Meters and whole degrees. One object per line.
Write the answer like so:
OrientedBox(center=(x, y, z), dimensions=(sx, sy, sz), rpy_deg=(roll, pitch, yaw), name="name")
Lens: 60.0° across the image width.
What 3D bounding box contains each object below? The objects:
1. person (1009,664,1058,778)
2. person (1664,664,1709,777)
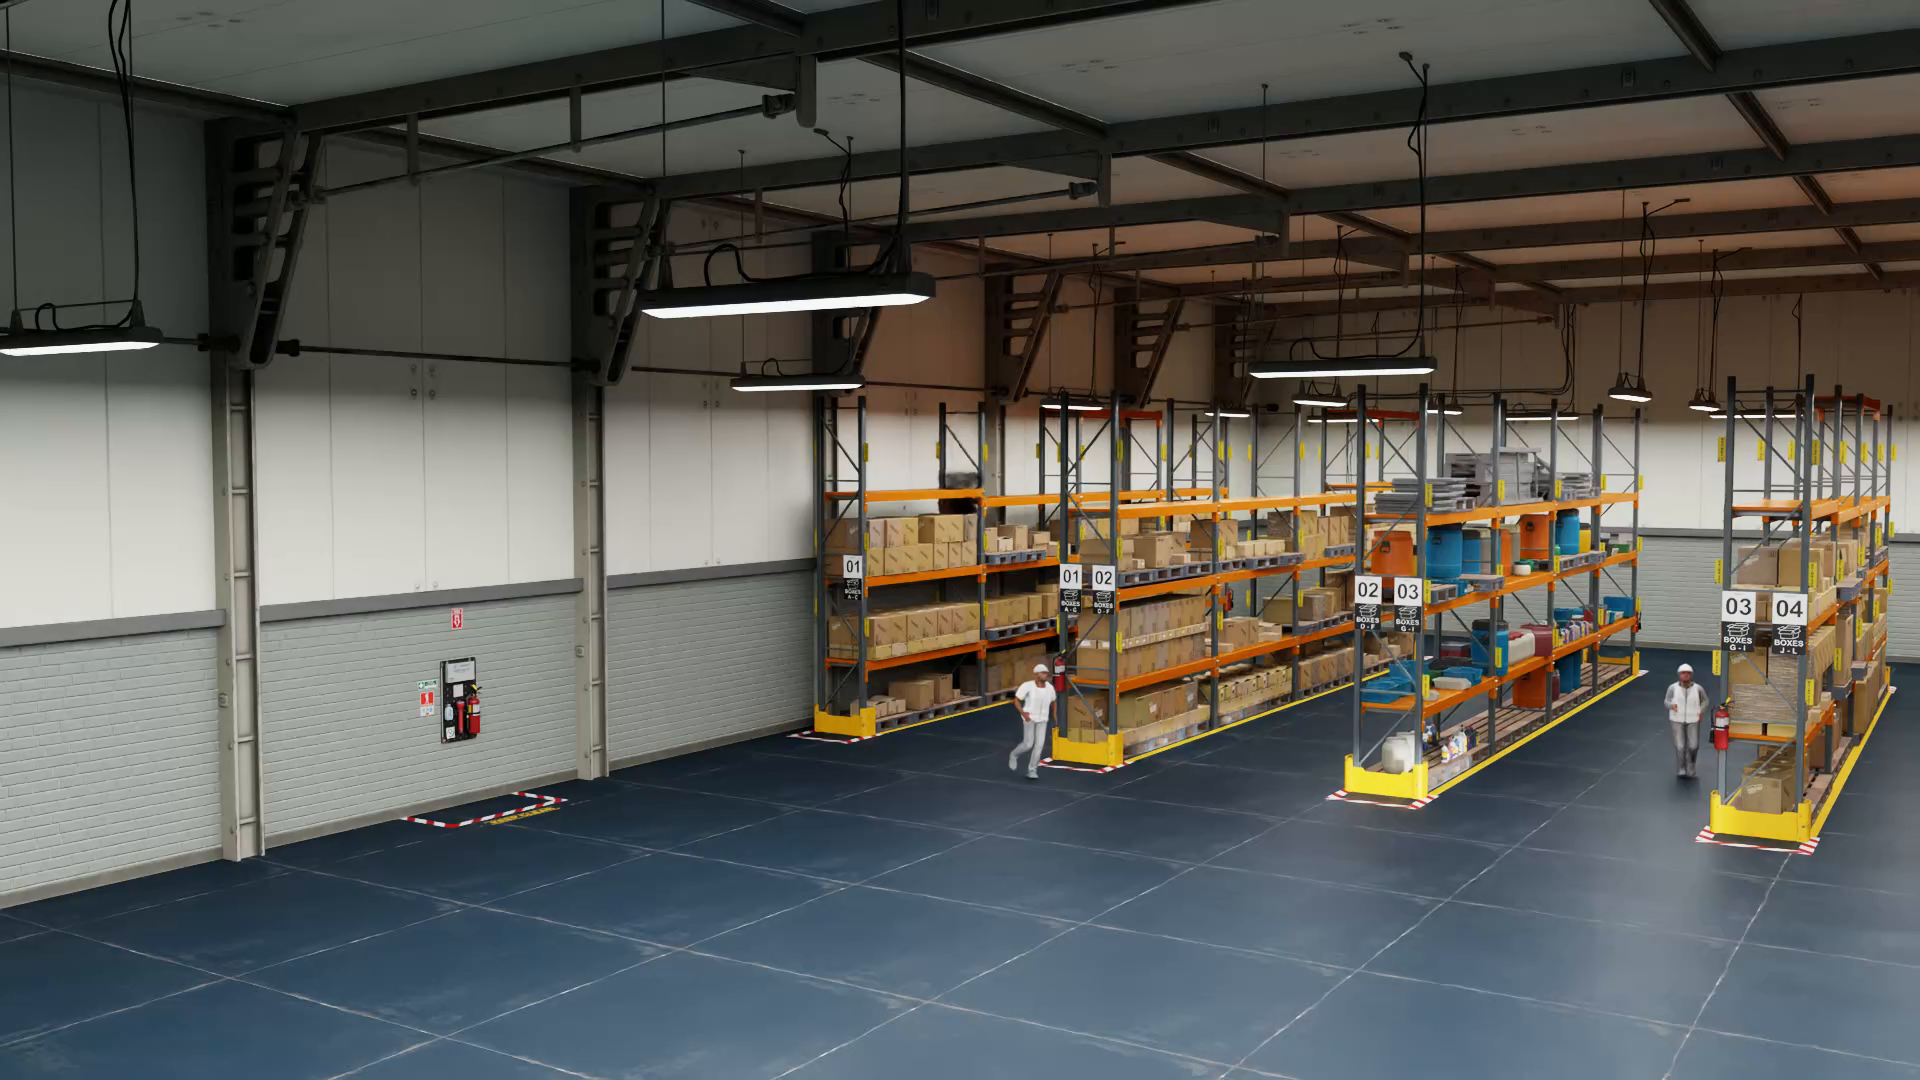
OrientedBox(center=(1.196, 2.788, 25.807), dimensions=(0.755, 1.727, 0.753), rpy_deg=(-1, 3, -25), name="person")
OrientedBox(center=(11.148, 2.782, 25.532), dimensions=(0.647, 1.735, 0.602), rpy_deg=(1, 3, 23), name="person")
